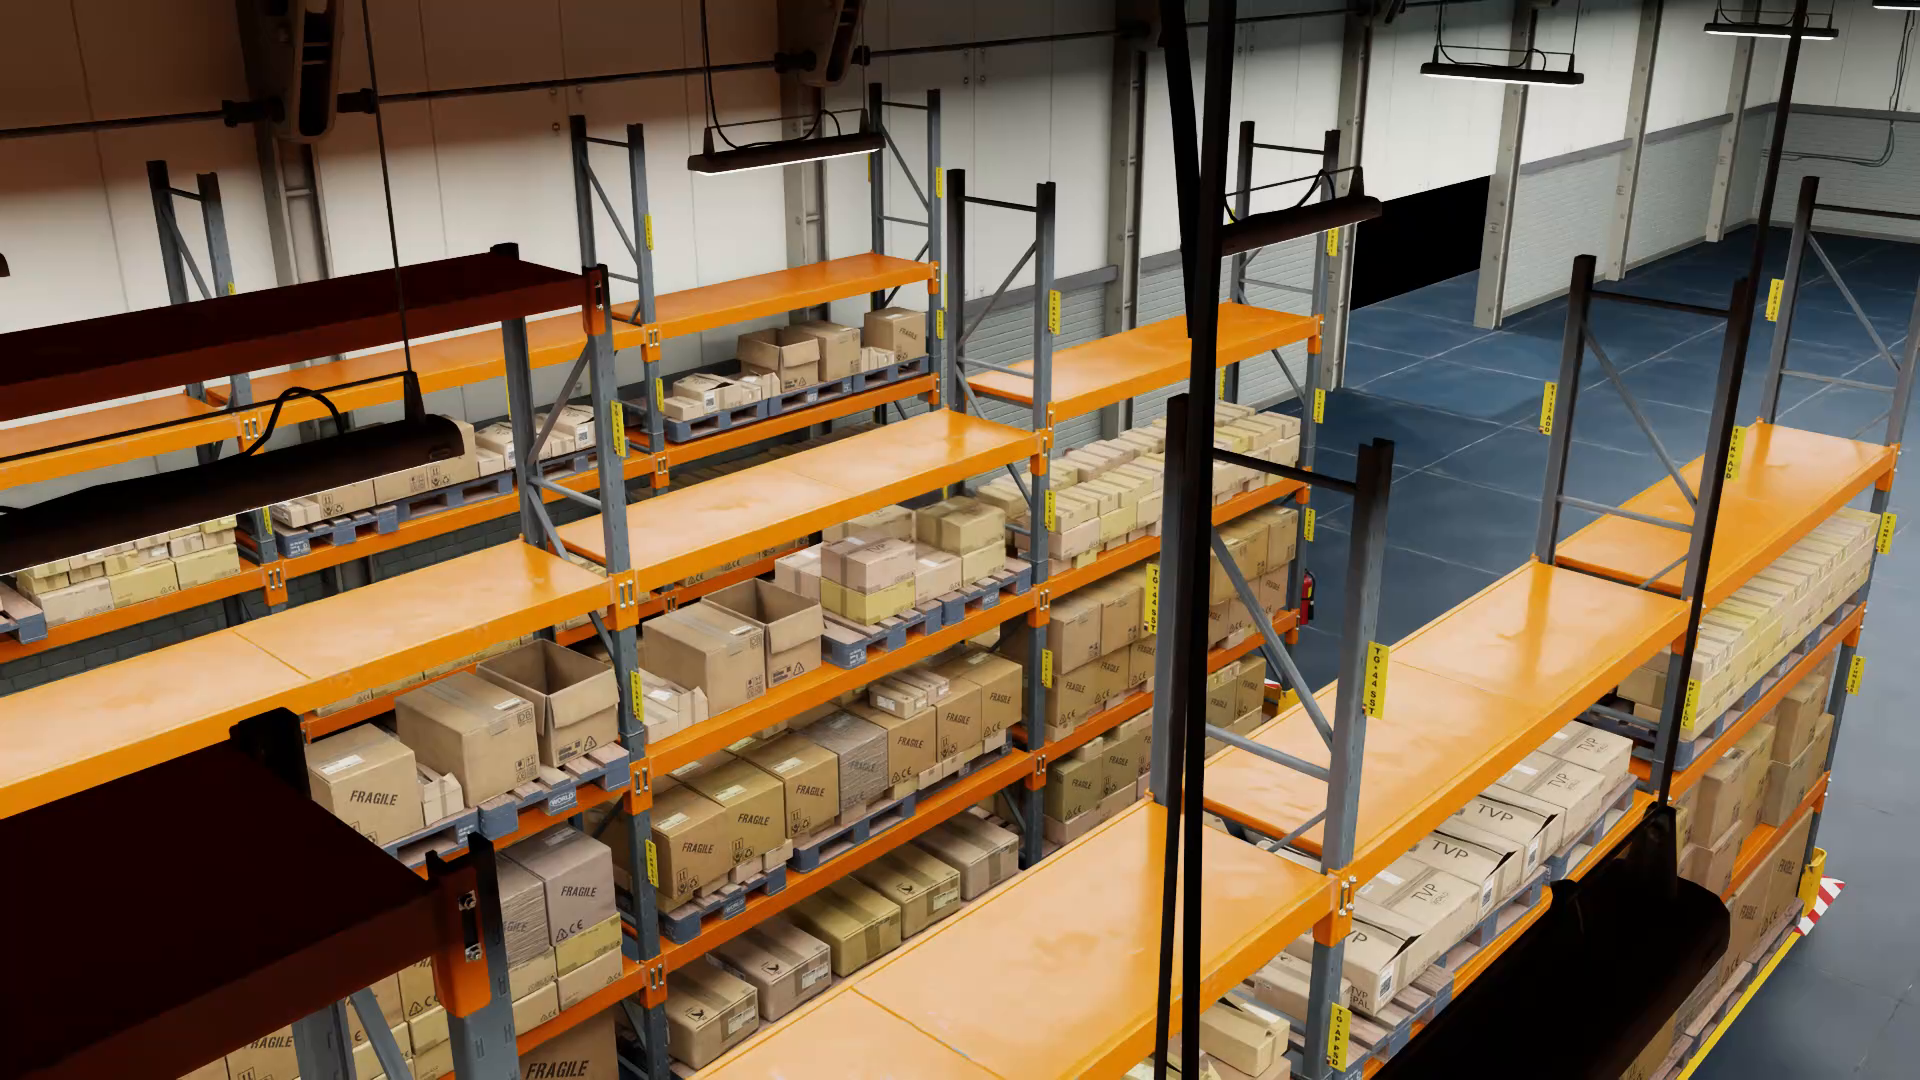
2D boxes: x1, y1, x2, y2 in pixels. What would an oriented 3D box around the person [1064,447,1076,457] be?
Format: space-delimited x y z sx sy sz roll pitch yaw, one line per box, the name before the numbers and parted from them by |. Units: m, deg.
person | 1.320 -0.326 20.442 0.688 1.703 0.545 18 27 38
